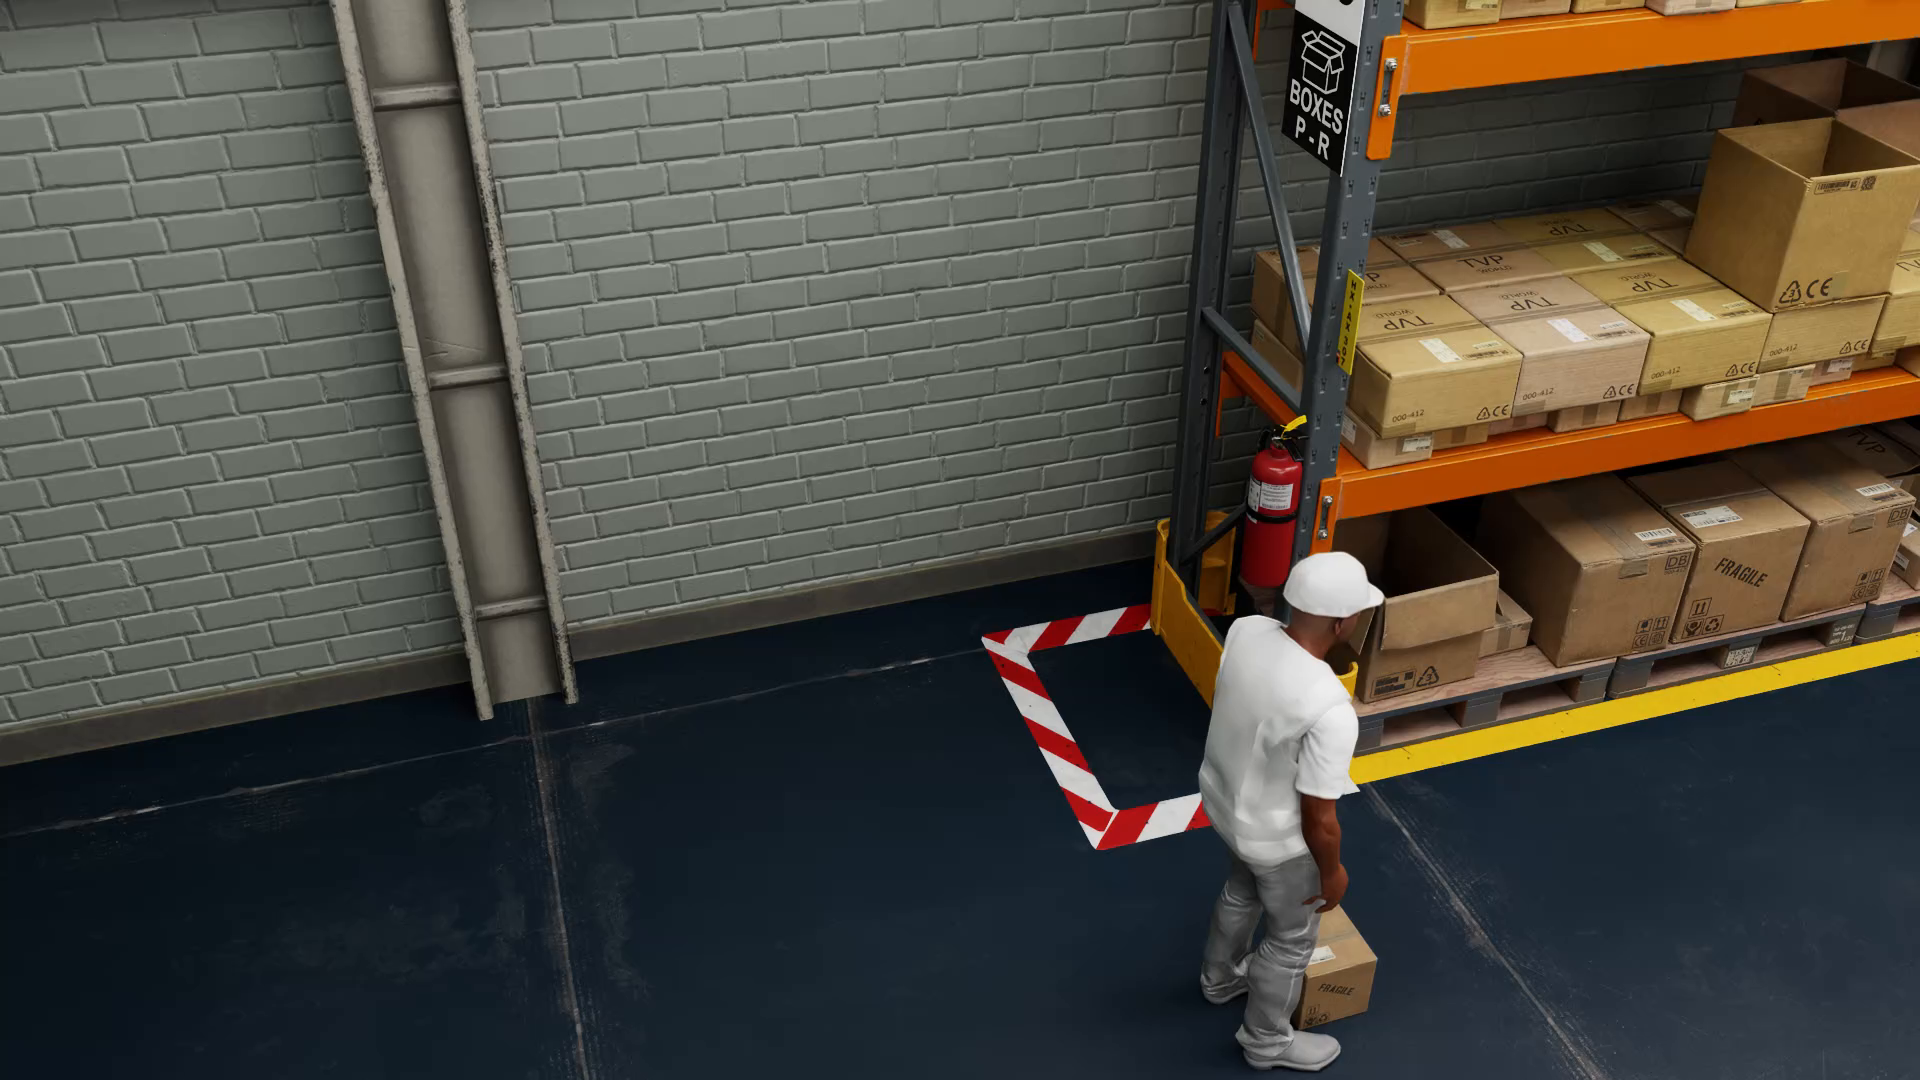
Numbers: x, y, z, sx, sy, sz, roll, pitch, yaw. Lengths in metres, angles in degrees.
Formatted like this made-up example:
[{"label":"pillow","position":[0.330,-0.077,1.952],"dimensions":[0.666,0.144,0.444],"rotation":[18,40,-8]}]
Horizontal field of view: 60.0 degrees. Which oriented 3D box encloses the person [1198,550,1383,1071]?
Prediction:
[{"label":"person","position":[0.952,0.796,4.933],"dimensions":[0.460,1.760,0.634],"rotation":[-12,35,-17]}]
